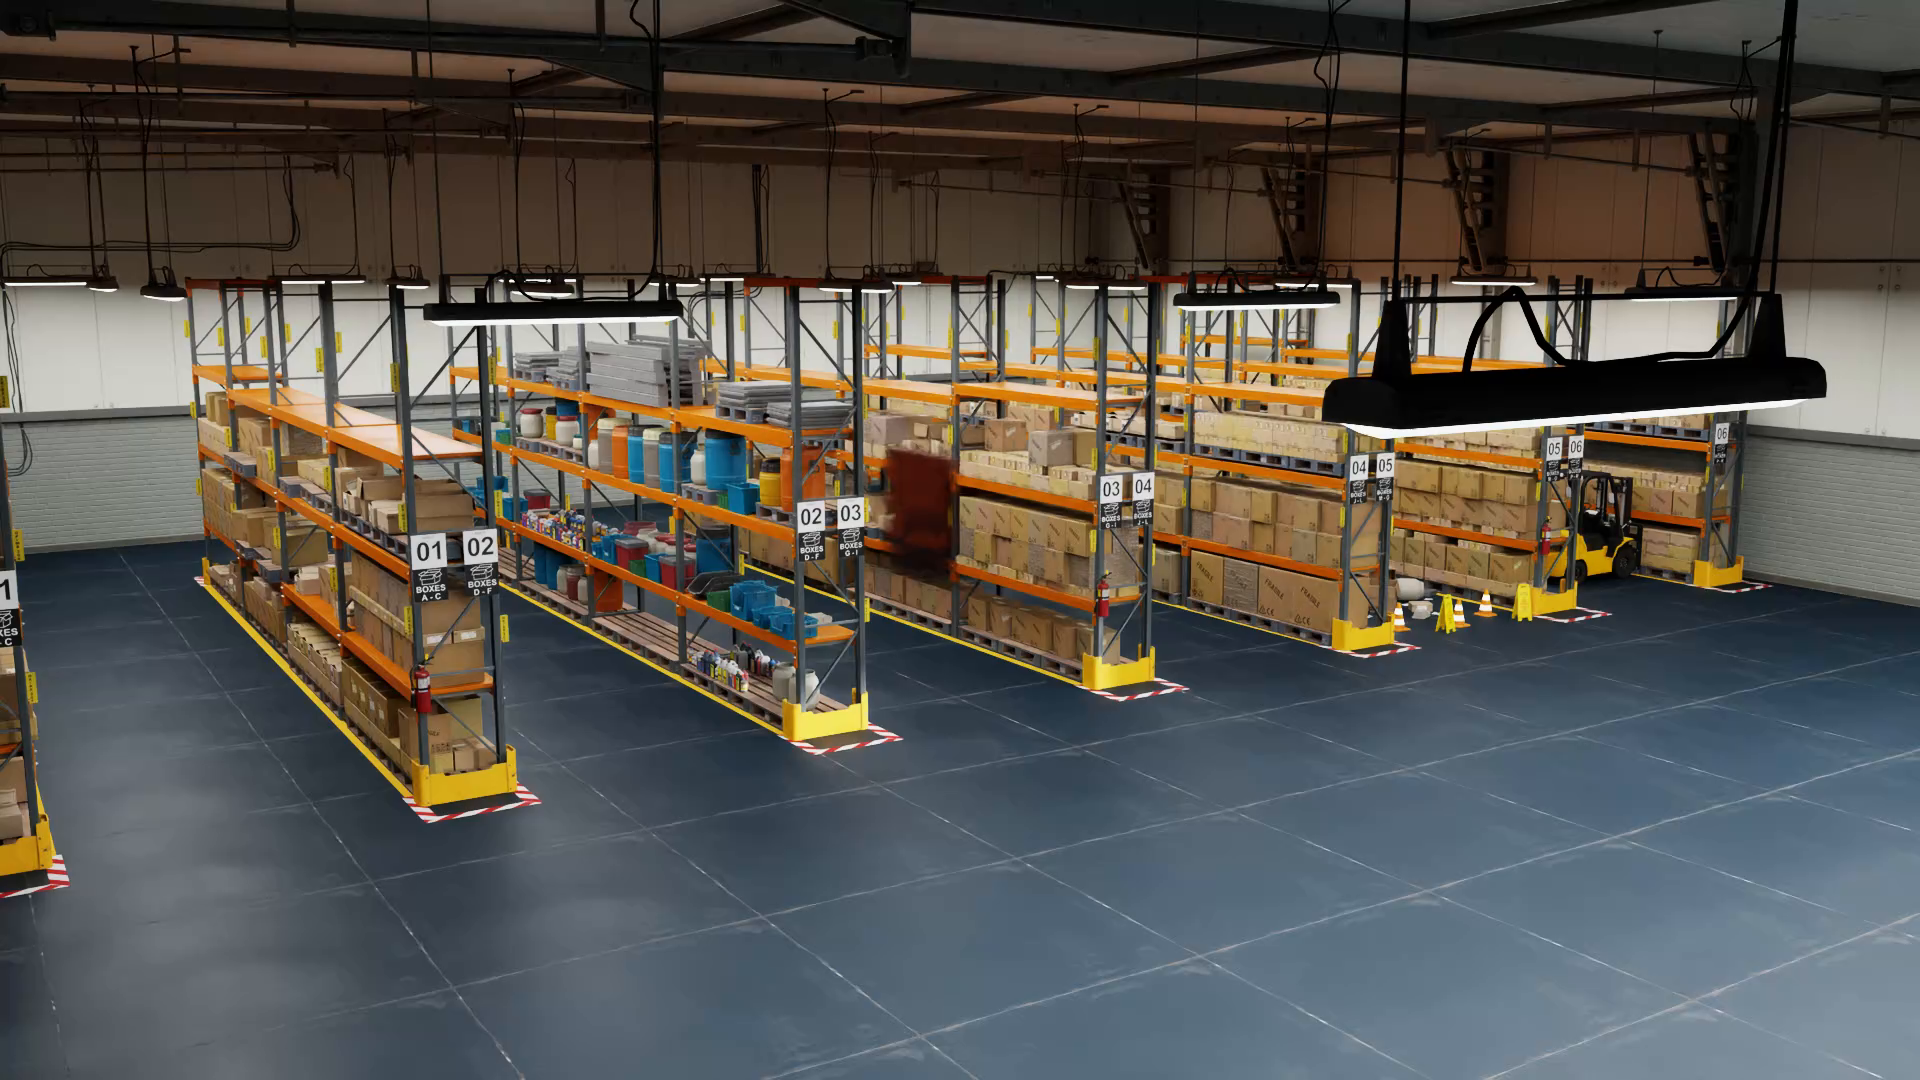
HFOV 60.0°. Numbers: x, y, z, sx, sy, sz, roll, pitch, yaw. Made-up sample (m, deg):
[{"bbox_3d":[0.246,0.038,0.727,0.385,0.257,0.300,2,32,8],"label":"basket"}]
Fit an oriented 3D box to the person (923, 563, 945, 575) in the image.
[{"bbox_3d":[-0.541,-0.020,32.795,0.767,1.778,0.462,2,10,12],"label":"person"}]
